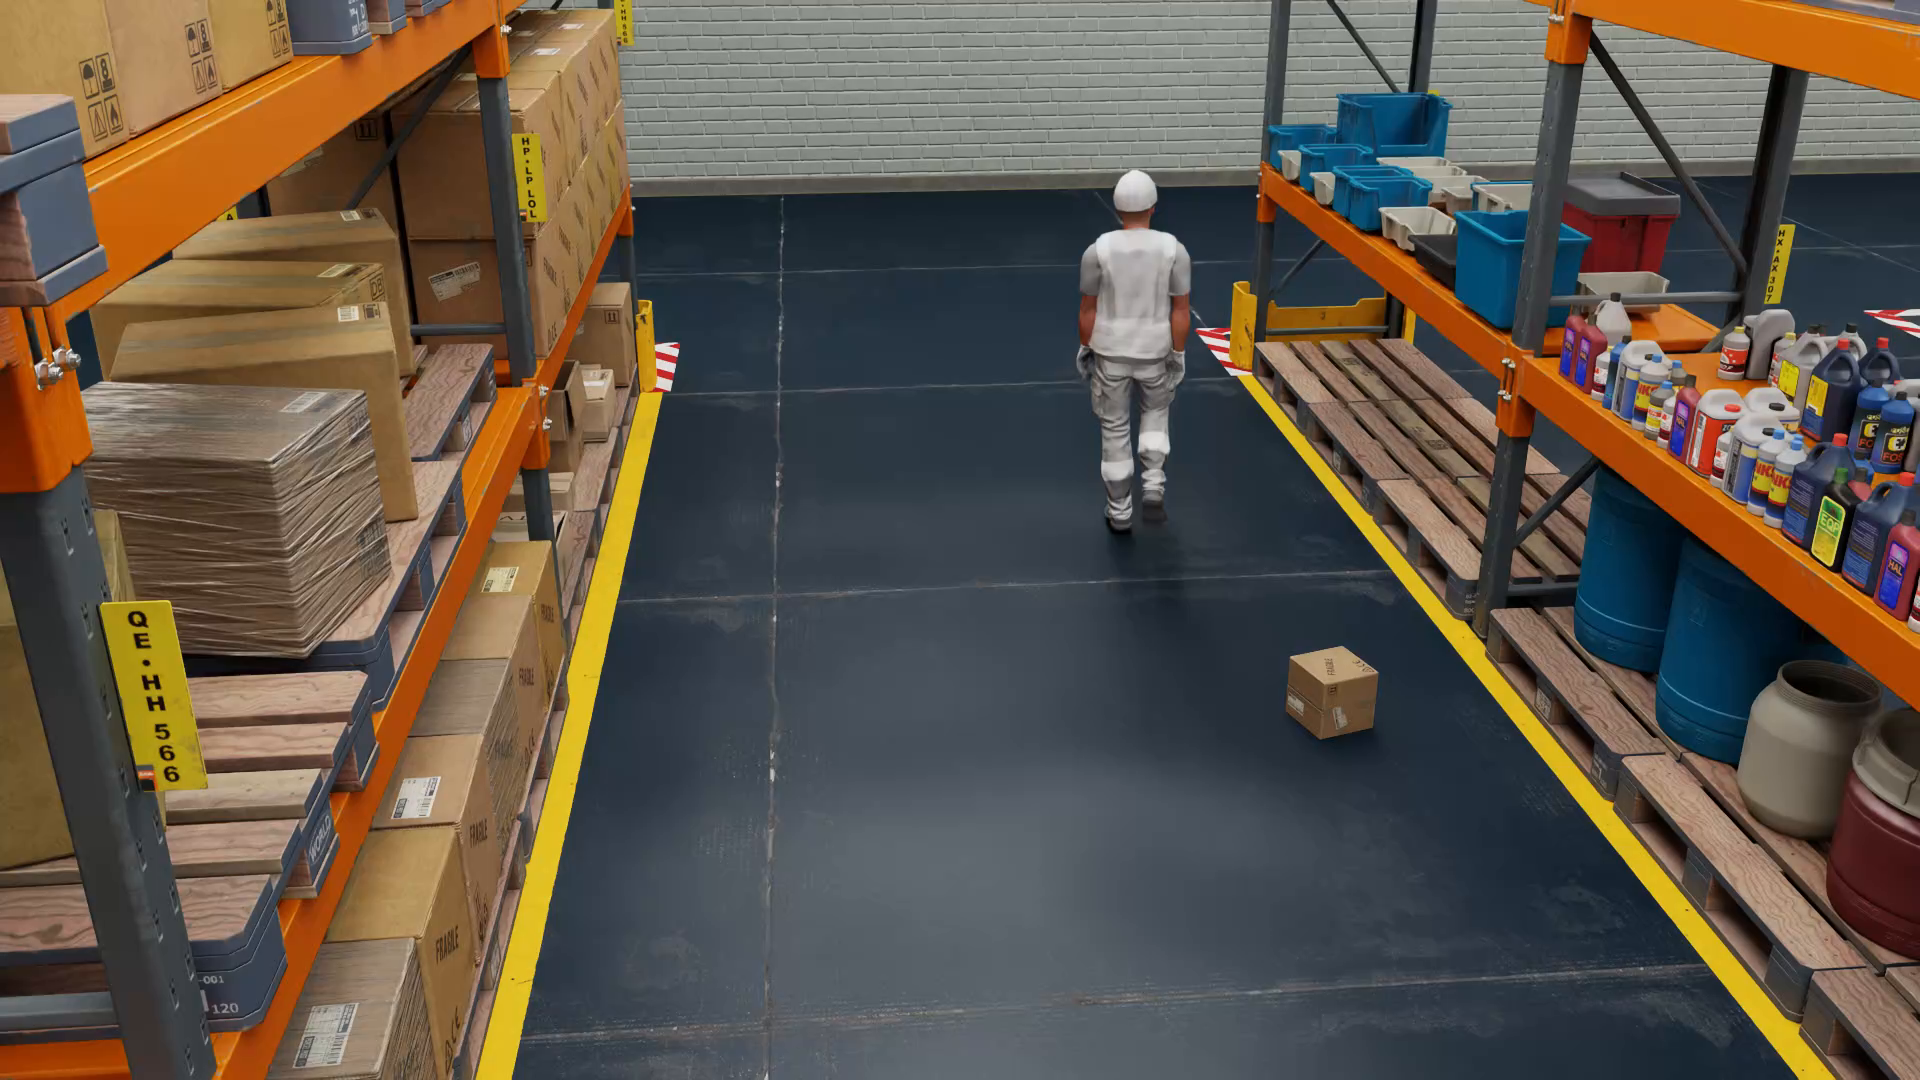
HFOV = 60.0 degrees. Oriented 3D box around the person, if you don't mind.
[{"bbox_3d":[0.834,-0.918,8.125,0.531,1.793,0.444,0,24,-1],"label":"person"}]
